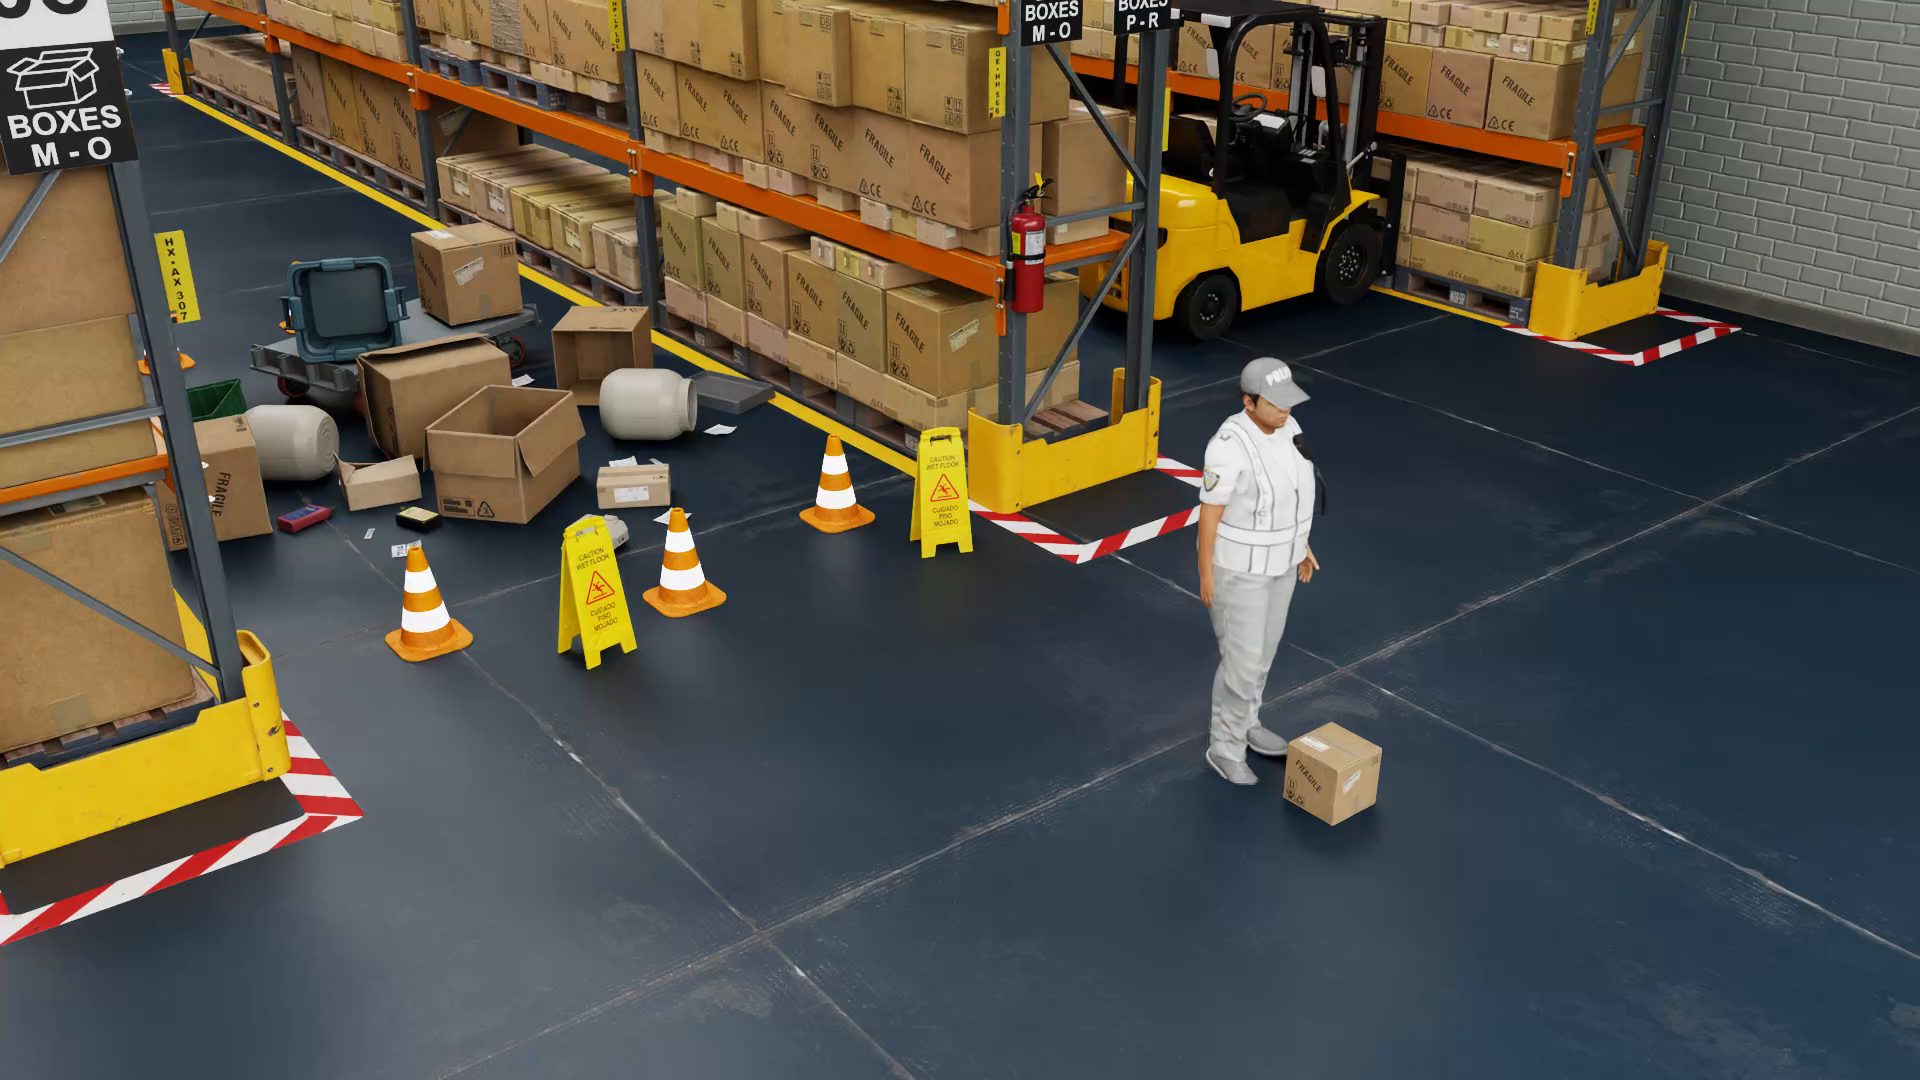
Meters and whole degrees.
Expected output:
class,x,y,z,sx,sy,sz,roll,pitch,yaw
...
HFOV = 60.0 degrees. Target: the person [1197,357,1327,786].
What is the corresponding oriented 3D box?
class,x,y,z,sx,sy,sz,roll,pitch,yaw
person,1.166,0.122,6.407,0.449,1.733,0.513,23,33,40
